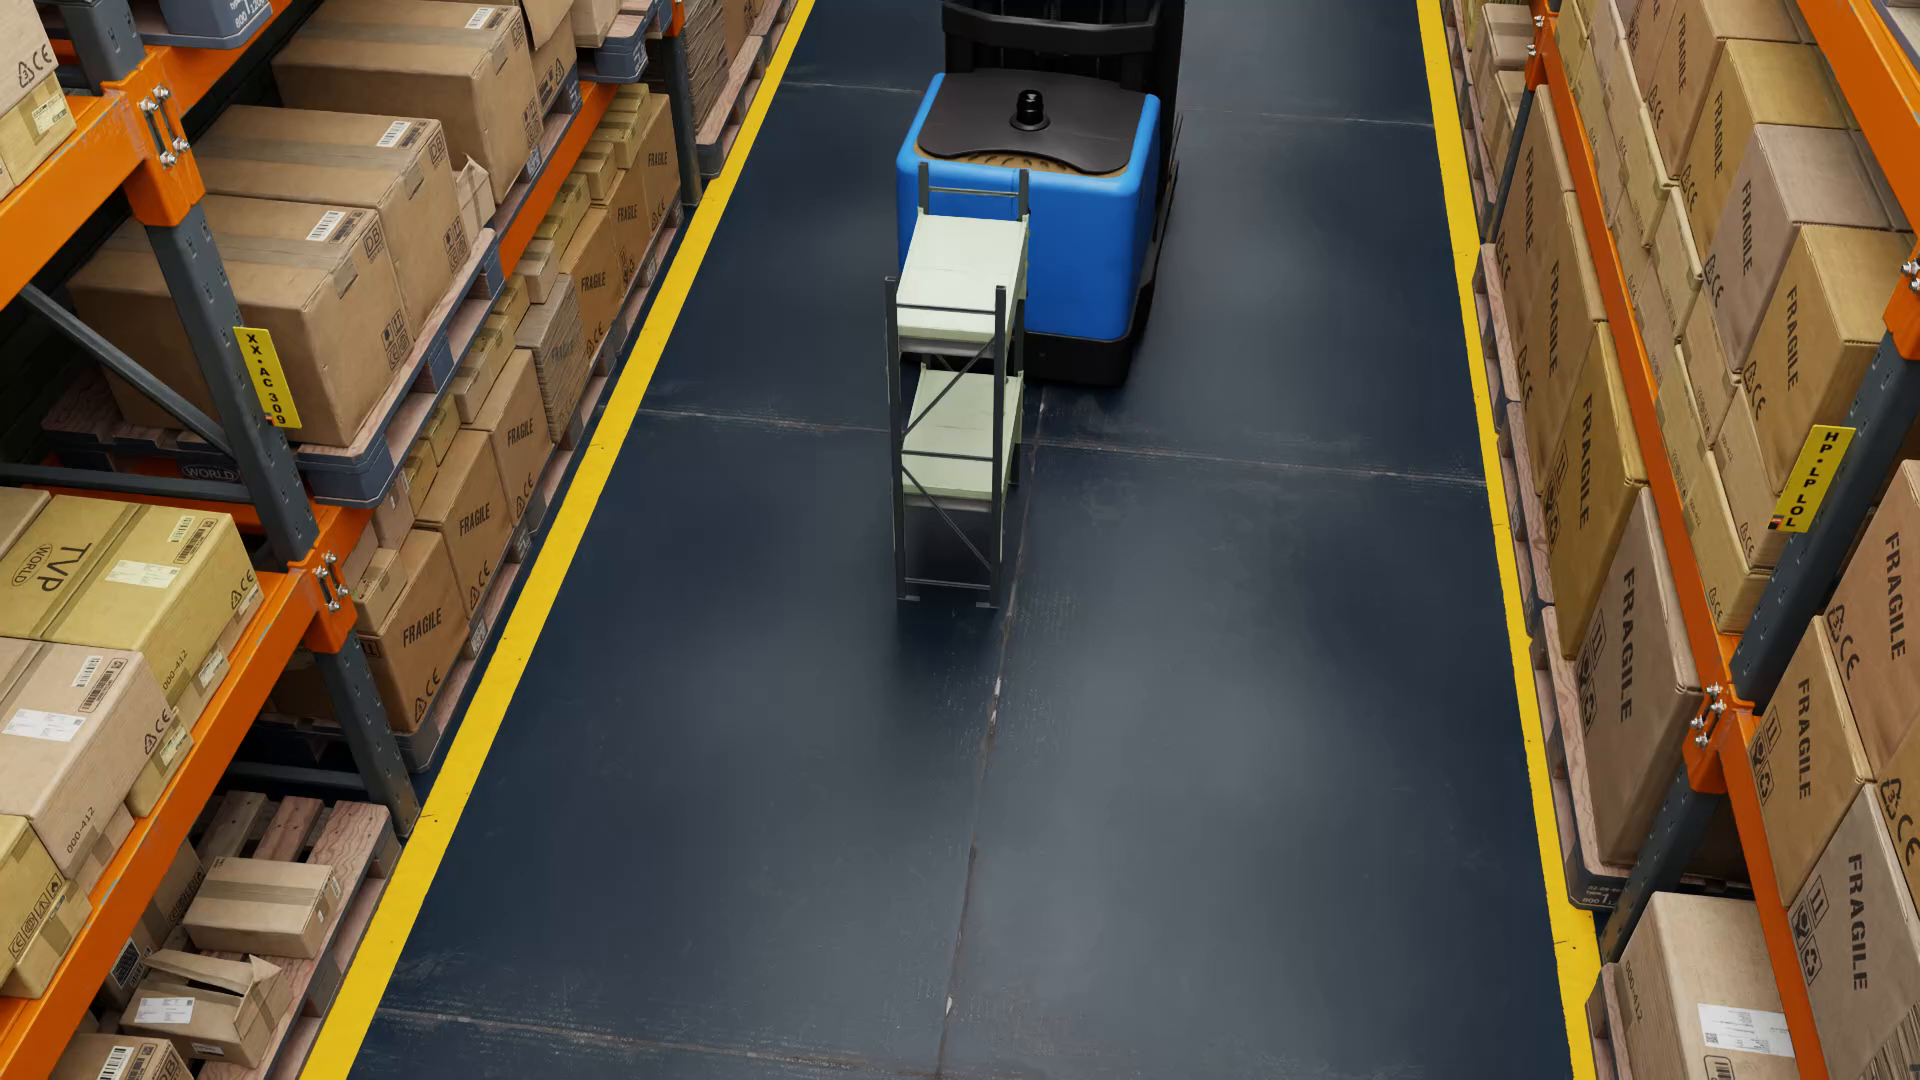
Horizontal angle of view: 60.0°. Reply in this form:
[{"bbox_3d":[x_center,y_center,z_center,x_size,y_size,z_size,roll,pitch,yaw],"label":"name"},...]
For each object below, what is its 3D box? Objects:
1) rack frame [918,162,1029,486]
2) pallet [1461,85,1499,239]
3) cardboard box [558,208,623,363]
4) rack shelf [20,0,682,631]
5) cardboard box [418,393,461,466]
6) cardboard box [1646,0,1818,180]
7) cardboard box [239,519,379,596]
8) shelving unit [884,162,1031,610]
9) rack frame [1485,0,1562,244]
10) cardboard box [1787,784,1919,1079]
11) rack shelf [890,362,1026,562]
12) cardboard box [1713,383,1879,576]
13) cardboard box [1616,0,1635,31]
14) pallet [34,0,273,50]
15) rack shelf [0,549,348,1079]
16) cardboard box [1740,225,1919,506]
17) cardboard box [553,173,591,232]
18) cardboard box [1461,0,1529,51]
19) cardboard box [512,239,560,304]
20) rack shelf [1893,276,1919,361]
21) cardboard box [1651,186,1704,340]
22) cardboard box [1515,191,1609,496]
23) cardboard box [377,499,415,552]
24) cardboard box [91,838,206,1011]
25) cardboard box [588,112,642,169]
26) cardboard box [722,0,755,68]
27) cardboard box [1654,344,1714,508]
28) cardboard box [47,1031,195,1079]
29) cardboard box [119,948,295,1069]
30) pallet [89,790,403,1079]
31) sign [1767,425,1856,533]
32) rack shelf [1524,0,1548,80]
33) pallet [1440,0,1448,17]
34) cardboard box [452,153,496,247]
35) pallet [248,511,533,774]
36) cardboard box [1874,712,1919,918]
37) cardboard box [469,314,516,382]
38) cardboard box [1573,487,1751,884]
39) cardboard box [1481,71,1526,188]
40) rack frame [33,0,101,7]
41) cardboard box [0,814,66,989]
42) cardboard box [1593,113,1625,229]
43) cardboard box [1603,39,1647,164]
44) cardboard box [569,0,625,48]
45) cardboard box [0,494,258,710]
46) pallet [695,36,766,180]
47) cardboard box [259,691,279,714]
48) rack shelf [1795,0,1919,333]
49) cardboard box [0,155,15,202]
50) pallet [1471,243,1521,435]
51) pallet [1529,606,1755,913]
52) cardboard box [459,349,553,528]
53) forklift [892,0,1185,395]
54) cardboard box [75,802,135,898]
[{"bbox_3d":[0.049,-0.799,6.503,0.400,1.500,0.023,5,44,6],"label":"rack frame"},{"bbox_3d":[3.187,-1.953,8.659,1.003,0.211,1.213,5,44,6],"label":"pallet"},{"bbox_3d":[-1.825,-1.121,7.265,0.500,0.500,0.500,7,44,7],"label":"cardboard box"},{"bbox_3d":[-2.103,-1.257,6.419,1.077,0.370,4.000,5,44,6],"label":"rack shelf"},{"bbox_3d":[-2.051,-0.416,6.048,0.380,0.149,0.250,5,44,5],"label":"cardboard box"},{"bbox_3d":[2.564,-1.485,5.336,0.500,0.500,0.500,6,44,6],"label":"cardboard box"},{"bbox_3d":[-2.117,0.030,5.361,0.380,0.149,0.250,5,44,5],"label":"cardboard box"},{"bbox_3d":[0.001,-0.549,6.239,0.431,1.500,0.755,5,44,6],"label":"shelving unit"},{"bbox_3d":[3.082,-2.433,7.138,1.000,3.000,0.127,5,44,6],"label":"rack frame"},{"bbox_3d":[2.161,0.896,3.550,0.500,0.500,0.500,5,44,6],"label":"cardboard box"},{"bbox_3d":[0.001,-0.312,6.463,0.431,0.370,0.720,5,44,6],"label":"rack shelf"},{"bbox_3d":[2.370,-0.156,4.479,0.500,0.250,0.500,5,44,5],"label":"cardboard box"},{"bbox_3d":[2.718,-2.179,6.070,0.500,0.500,0.500,5,44,6],"label":"cardboard box"},{"bbox_3d":[-2.212,-1.614,4.228,1.213,0.211,1.003,5,44,6],"label":"pallet"},{"bbox_3d":[-2.632,1.469,3.540,1.077,0.370,4.000,5,44,6],"label":"rack shelf"},{"bbox_3d":[2.363,-0.433,4.226,0.500,0.500,0.500,7,44,7],"label":"cardboard box"},{"bbox_3d":[-1.817,-1.462,7.153,0.380,0.149,0.250,6,44,7],"label":"cardboard box"},{"bbox_3d":[3.362,-3.035,9.380,0.950,0.372,0.625,7,44,7],"label":"cardboard box"},{"bbox_3d":[-1.856,-1.101,6.772,0.380,0.149,0.250,3,44,4],"label":"cardboard box"},{"bbox_3d":[2.289,0.828,2.035,1.077,0.370,4.000,5,44,6],"label":"rack shelf"},{"bbox_3d":[2.491,-0.851,5.213,0.500,0.250,0.500,6,44,7],"label":"cardboard box"},{"bbox_3d":[2.786,-0.743,6.593,0.875,0.875,0.875,6,44,6],"label":"cardboard box"},{"bbox_3d":[-2.097,-0.052,5.664,0.380,0.149,0.250,4,44,4],"label":"cardboard box"},{"bbox_3d":[-2.689,1.097,5.060,0.500,0.311,0.500,7,44,7],"label":"cardboard box"},{"bbox_3d":[-1.658,-1.813,7.524,0.380,0.149,0.250,3,44,3],"label":"cardboard box"},{"bbox_3d":[-1.664,-3.042,9.202,0.875,0.625,0.625,7,44,7],"label":"cardboard box"},{"bbox_3d":[2.431,-0.328,5.024,0.500,0.250,0.500,5,44,5],"label":"cardboard box"},{"bbox_3d":[-2.433,1.631,4.358,0.700,0.500,0.500,4,44,4],"label":"cardboard box"},{"bbox_3d":[-2.197,1.335,4.842,0.396,0.266,0.258,7,44,7],"label":"cardboard box"},{"bbox_3d":[-2.459,1.325,5.197,1.003,0.211,1.213,5,44,6],"label":"pallet"},{"bbox_3d":[2.014,-0.141,3.933,0.100,0.325,0.005,5,44,6],"label":"sign"},{"bbox_3d":[3.346,-3.535,8.825,1.077,0.370,4.000,5,44,6],"label":"rack shelf"},{"bbox_3d":[3.509,-3.616,10.415,1.003,0.211,1.213,5,44,6],"label":"pallet"},{"bbox_3d":[-1.804,-1.171,5.597,0.396,0.266,0.258,7,44,8],"label":"cardboard box"},{"bbox_3d":[-2.298,0.299,6.280,1.003,0.211,1.213,5,44,6],"label":"pallet"},{"bbox_3d":[2.177,0.540,3.198,0.500,0.500,0.500,5,44,5],"label":"cardboard box"},{"bbox_3d":[-1.946,-0.752,6.403,0.380,0.149,0.250,7,44,7],"label":"cardboard box"},{"bbox_3d":[2.556,0.483,5.299,0.875,0.875,0.875,6,44,7],"label":"cardboard box"},{"bbox_3d":[3.166,-2.015,8.302,0.950,0.372,0.625,3,43,3],"label":"cardboard box"},{"bbox_3d":[-2.368,-2.334,2.670,1.000,3.000,0.127,5,44,6],"label":"rack frame"},{"bbox_3d":[-2.324,0.842,3.572,0.500,0.250,0.500,5,44,5],"label":"cardboard box"},{"bbox_3d":[2.642,-1.359,6.113,0.500,0.250,0.500,7,44,7],"label":"cardboard box"},{"bbox_3d":[2.622,-1.546,5.947,0.500,0.250,0.500,5,44,5],"label":"cardboard box"},{"bbox_3d":[-1.657,-2.231,6.728,0.500,0.250,0.500,3,44,4],"label":"cardboard box"},{"bbox_3d":[-2.193,0.160,4.292,0.500,0.250,0.500,6,44,7],"label":"cardboard box"},{"bbox_3d":[-1.691,-2.426,9.159,1.003,0.211,1.213,5,44,6],"label":"pallet"},{"bbox_3d":[-2.596,0.238,5.829,0.500,0.500,0.500,5,44,5],"label":"cardboard box"},{"bbox_3d":[2.817,-1.898,4.914,1.077,0.370,4.000,5,44,6],"label":"rack shelf"},{"bbox_3d":[-2.158,-0.715,3.324,0.380,0.149,0.250,5,44,5],"label":"cardboard box"},{"bbox_3d":[2.903,-0.890,7.536,1.003,0.211,1.213,5,44,6],"label":"pallet"},{"bbox_3d":[2.580,0.773,5.780,1.003,0.211,1.213,5,44,6],"label":"pallet"},{"bbox_3d":[-1.950,-0.413,6.517,0.500,0.500,0.500,4,44,4],"label":"cardboard box"},{"bbox_3d":[8.845,-0.145,4.622,19.036,3.140,7.177,8,44,9],"label":"forklift"},{"bbox_3d":[-2.244,0.711,4.000,0.380,0.149,0.250,6,44,7],"label":"cardboard box"}]
